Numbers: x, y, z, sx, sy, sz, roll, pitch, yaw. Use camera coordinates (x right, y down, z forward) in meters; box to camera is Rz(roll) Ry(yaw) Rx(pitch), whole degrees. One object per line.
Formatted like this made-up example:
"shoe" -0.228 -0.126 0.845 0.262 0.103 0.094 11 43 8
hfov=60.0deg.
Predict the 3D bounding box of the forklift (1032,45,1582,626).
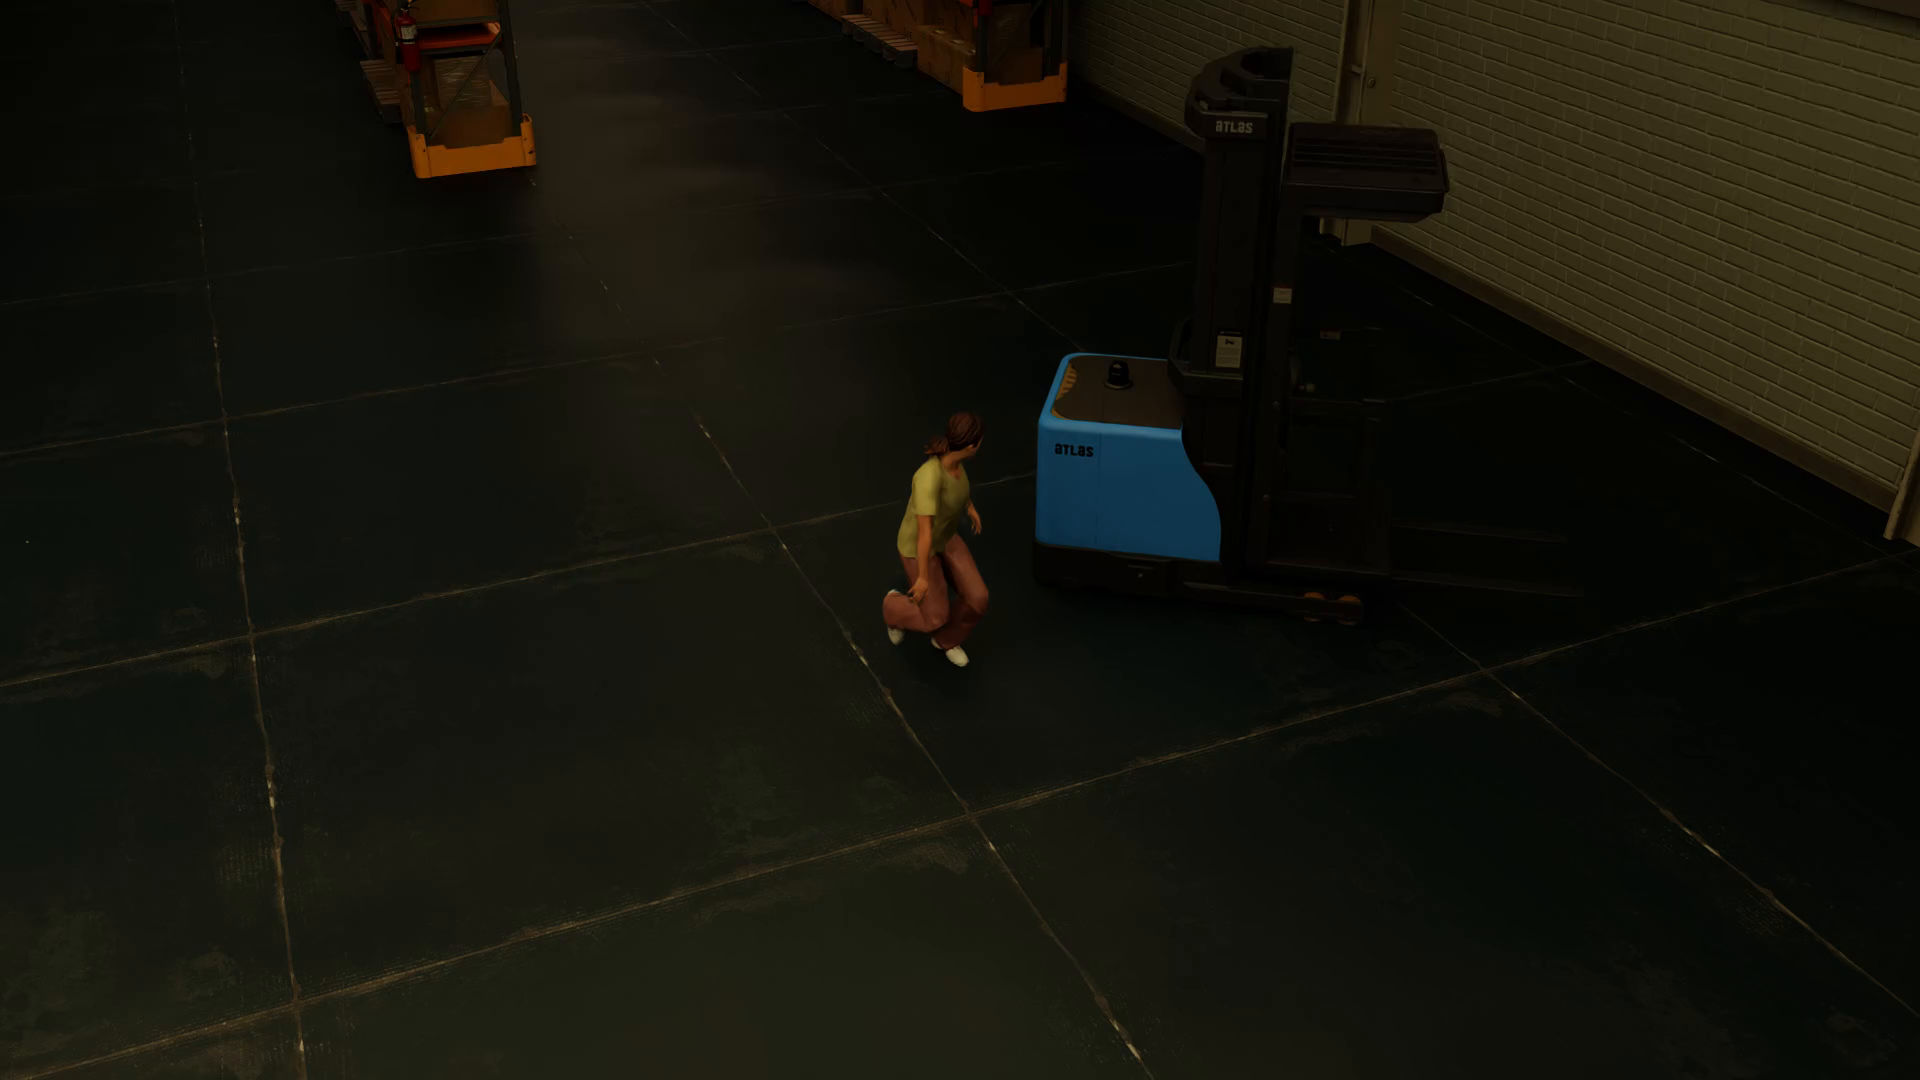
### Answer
"forklift" 1.985 -1.084 9.016 3.031 2.935 1.130 6 30 10

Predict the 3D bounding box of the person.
"person" -0.143 -0.008 8.634 0.631 1.472 0.740 20 36 31
